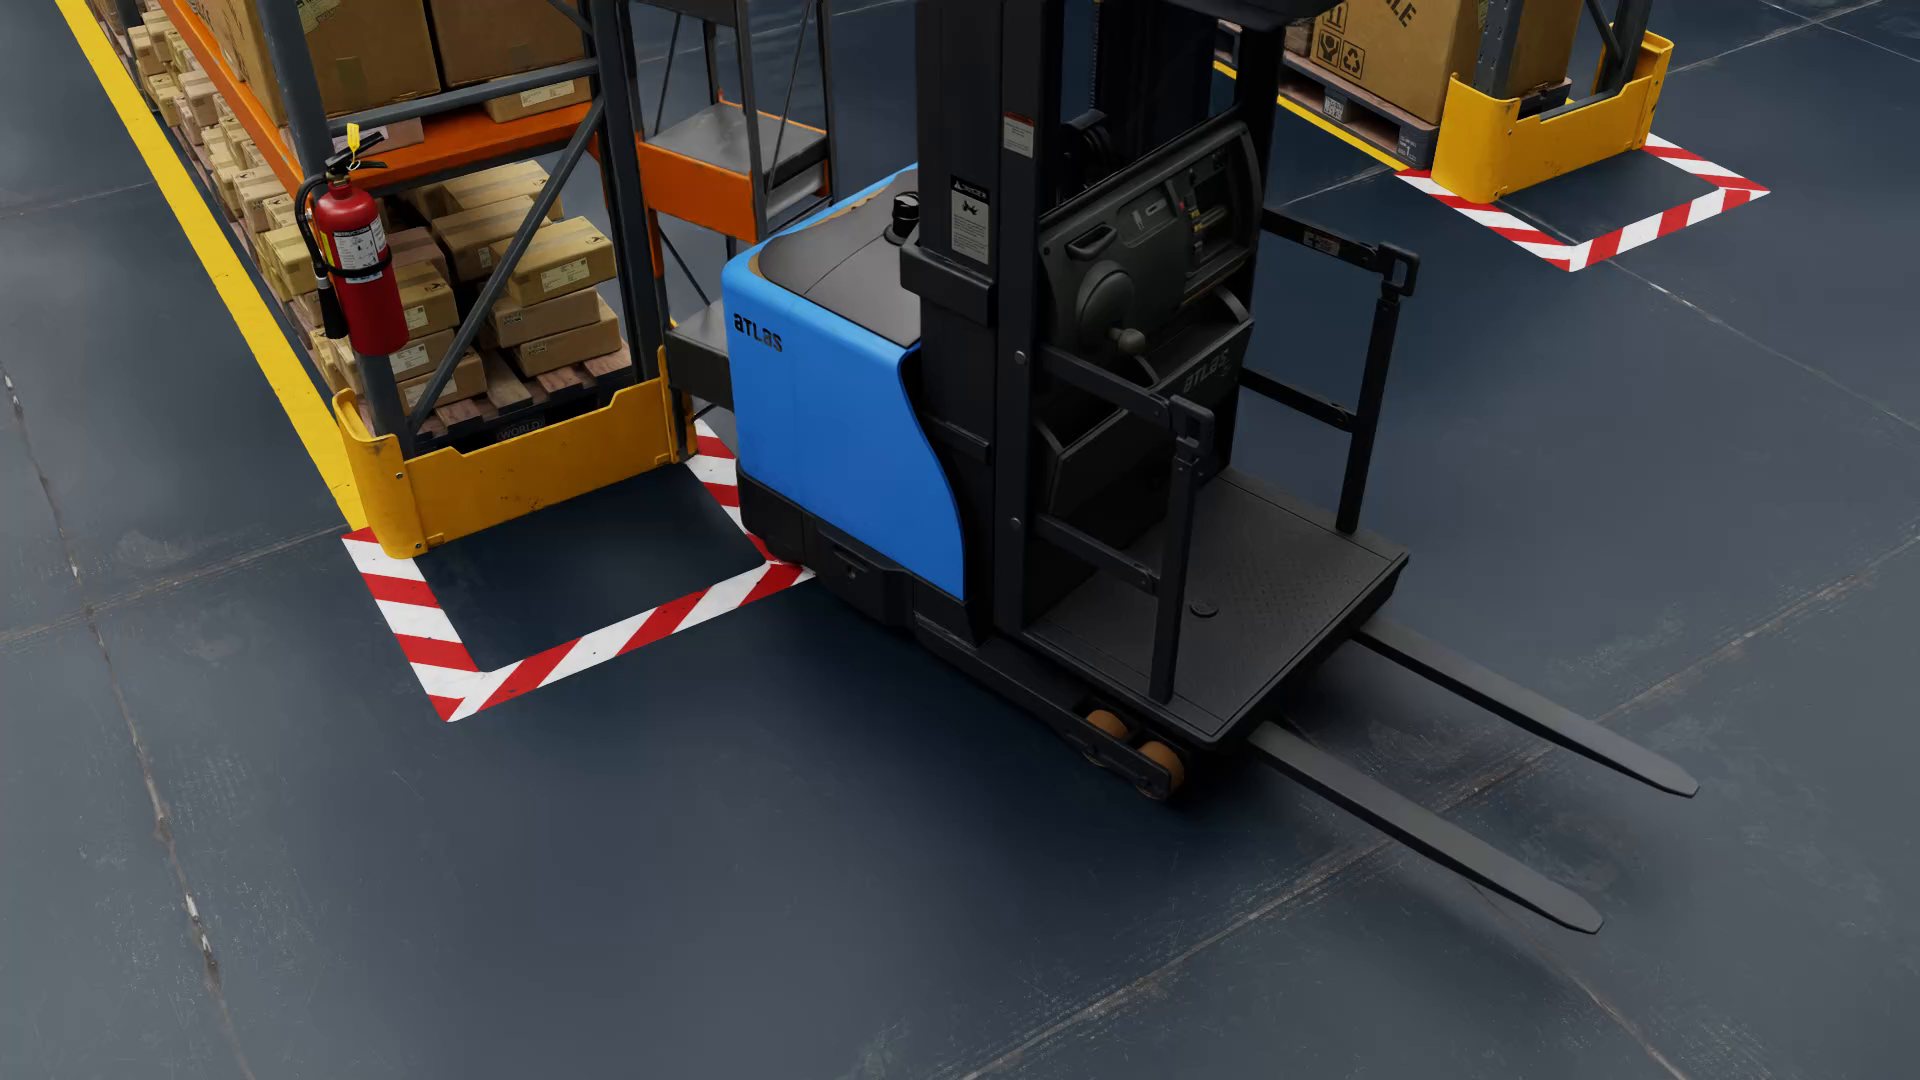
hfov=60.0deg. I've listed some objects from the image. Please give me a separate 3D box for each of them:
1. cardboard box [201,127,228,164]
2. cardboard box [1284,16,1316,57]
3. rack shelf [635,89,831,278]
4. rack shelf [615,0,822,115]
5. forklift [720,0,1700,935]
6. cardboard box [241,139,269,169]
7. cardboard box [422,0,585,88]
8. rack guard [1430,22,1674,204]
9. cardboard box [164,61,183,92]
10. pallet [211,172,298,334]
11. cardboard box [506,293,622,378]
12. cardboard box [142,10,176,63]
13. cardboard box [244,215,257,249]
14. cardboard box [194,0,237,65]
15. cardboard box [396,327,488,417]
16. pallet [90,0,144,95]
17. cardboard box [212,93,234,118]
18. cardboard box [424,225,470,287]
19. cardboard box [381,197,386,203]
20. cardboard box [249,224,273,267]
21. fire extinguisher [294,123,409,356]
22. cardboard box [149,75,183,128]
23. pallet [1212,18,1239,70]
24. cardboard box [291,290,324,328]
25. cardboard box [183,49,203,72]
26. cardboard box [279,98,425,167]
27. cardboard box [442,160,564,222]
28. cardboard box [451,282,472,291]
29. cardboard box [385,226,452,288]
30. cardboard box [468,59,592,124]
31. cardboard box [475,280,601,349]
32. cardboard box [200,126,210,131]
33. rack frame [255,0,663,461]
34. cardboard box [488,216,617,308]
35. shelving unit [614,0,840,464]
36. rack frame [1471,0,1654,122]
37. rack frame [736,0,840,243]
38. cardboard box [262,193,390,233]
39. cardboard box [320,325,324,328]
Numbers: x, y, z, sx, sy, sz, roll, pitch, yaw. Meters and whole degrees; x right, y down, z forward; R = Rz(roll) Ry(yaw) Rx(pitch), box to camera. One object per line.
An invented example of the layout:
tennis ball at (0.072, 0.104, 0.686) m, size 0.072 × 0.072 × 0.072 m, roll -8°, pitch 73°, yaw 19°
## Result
cardboard box at (-2.987, -1.670, 7.077) m, size 0.380 × 0.149 × 0.250 m, roll -23°, pitch 45°, yaw -25°
cardboard box at (1.848, -3.129, 8.494) m, size 0.875 × 0.875 × 0.875 m, roll -22°, pitch 45°, yaw -24°
rack shelf at (-0.714, -1.108, 5.449) m, size 0.480 × 0.518 × 0.431 m, roll 23°, pitch 44°, yaw 27°
rack shelf at (-0.721, -1.654, 5.011) m, size 0.480 × 0.518 × 0.431 m, roll 23°, pitch 44°, yaw 27°
forklift at (0.687, -0.756, 4.368) m, size 3.031 × 2.935 × 1.130 m, roll 29°, pitch 48°, yaw 30°
cardboard box at (-2.644, -1.535, 6.683) m, size 0.380 × 0.149 × 0.250 m, roll -24°, pitch 45°, yaw -26°
cardboard box at (-1.496, -1.812, 5.271) m, size 0.500 × 0.500 × 0.500 m, roll -20°, pitch 44°, yaw -22°
rack guard at (2.762, -2.002, 7.762) m, size 1.175 × 0.500 × 0.348 m, roll -22°, pitch 45°, yaw -24°
cardboard box at (-3.501, -2.250, 7.774) m, size 0.380 × 0.149 × 0.250 m, roll -22°, pitch 45°, yaw -24°
pallet at (-2.587, -1.401, 7.266) m, size 1.003 × 0.211 × 1.213 m, roll -22°, pitch 45°, yaw -24°
cardboard box at (-1.499, -0.781, 6.244) m, size 0.380 × 0.149 × 0.250 m, roll -21°, pitch 44°, yaw -24°
cardboard box at (-3.530, -2.350, 7.661) m, size 0.380 × 0.149 × 0.250 m, roll -20°, pitch 44°, yaw -22°
cardboard box at (-2.703, -1.276, 6.837) m, size 0.380 × 0.149 × 0.250 m, roll -21°, pitch 44°, yaw -24°
cardboard box at (-2.219, -1.909, 5.387) m, size 0.500 × 0.500 × 0.500 m, roll -23°, pitch 45°, yaw -25°
cardboard box at (-1.946, -0.601, 6.027) m, size 0.380 × 0.149 × 0.250 m, roll -21°, pitch 44°, yaw -24°
pallet at (-4.058, -2.830, 8.981) m, size 1.003 × 0.211 × 1.213 m, roll -22°, pitch 45°, yaw -24°
cardboard box at (-2.909, -1.813, 7.017) m, size 0.380 × 0.149 × 0.250 m, roll -24°, pitch 45°, yaw -26°
cardboard box at (-1.859, -1.143, 6.445) m, size 0.380 × 0.149 × 0.250 m, roll -22°, pitch 44°, yaw -24°
cardboard box at (-2.309, -1.561, 6.947) m, size 0.380 × 0.149 × 0.250 m, roll -20°, pitch 44°, yaw -22°
cardboard box at (-2.582, -1.244, 6.567) m, size 0.380 × 0.149 × 0.250 m, roll -22°, pitch 44°, yaw -24°
fire extinguisher at (-1.741, -0.855, 4.784) m, size 0.296 × 0.674 × 0.183 m, roll -22°, pitch 45°, yaw -24°
cardboard box at (-3.570, -2.097, 7.822) m, size 0.380 × 0.149 × 0.250 m, roll -21°, pitch 44°, yaw -23°
pallet at (1.601, -2.966, 9.145) m, size 1.003 × 0.211 × 1.213 m, roll -22°, pitch 45°, yaw -24°
cardboard box at (-2.293, -0.969, 6.237) m, size 0.380 × 0.149 × 0.250 m, roll -24°, pitch 45°, yaw -26°
cardboard box at (-3.193, -2.097, 7.358) m, size 0.380 × 0.149 × 0.250 m, roll -23°, pitch 45°, yaw -25°
cardboard box at (-1.901, -1.305, 5.169) m, size 0.380 × 0.149 × 0.250 m, roll -22°, pitch 45°, yaw -24°
cardboard box at (-1.760, -1.304, 6.406) m, size 0.380 × 0.149 × 0.250 m, roll -22°, pitch 45°, yaw -25°
cardboard box at (-1.848, -1.026, 6.537) m, size 0.380 × 0.149 × 0.250 m, roll -22°, pitch 44°, yaw -24°
cardboard box at (-2.072, -0.971, 6.006) m, size 0.380 × 0.149 × 0.250 m, roll -21°, pitch 44°, yaw -24°
cardboard box at (-1.385, -1.513, 5.419) m, size 0.380 × 0.149 × 0.250 m, roll -23°, pitch 45°, yaw -25°
cardboard box at (-1.553, -0.874, 6.122) m, size 0.380 × 0.149 × 0.250 m, roll -20°, pitch 44°, yaw -23°
cardboard box at (-3.214, -1.861, 7.539) m, size 0.380 × 0.149 × 0.250 m, roll -23°, pitch 45°, yaw -25°
rack frame at (-1.487, -1.322, 4.994) m, size 1.000 × 3.000 × 0.127 m, roll -22°, pitch 45°, yaw -24°
cardboard box at (-1.483, -1.017, 6.061) m, size 0.380 × 0.149 × 0.250 m, roll -24°, pitch 46°, yaw -26°
shelving unit at (-0.714, -1.119, 5.441) m, size 0.503 × 2.100 × 0.431 m, roll 23°, pitch 44°, yaw 27°
rack frame at (2.749, -2.975, 6.977) m, size 1.000 × 3.000 × 0.127 m, roll -22°, pitch 45°, yaw -24°
rack frame at (-0.513, -1.033, 5.331) m, size 0.015 × 2.100 × 0.400 m, roll 23°, pitch 44°, yaw 27°
cardboard box at (-2.405, -1.229, 6.315) m, size 0.380 × 0.149 × 0.250 m, roll -24°, pitch 45°, yaw -26°
cardboard box at (-2.239, -0.877, 6.358) m, size 0.380 × 0.149 × 0.250 m, roll -22°, pitch 45°, yaw -25°
